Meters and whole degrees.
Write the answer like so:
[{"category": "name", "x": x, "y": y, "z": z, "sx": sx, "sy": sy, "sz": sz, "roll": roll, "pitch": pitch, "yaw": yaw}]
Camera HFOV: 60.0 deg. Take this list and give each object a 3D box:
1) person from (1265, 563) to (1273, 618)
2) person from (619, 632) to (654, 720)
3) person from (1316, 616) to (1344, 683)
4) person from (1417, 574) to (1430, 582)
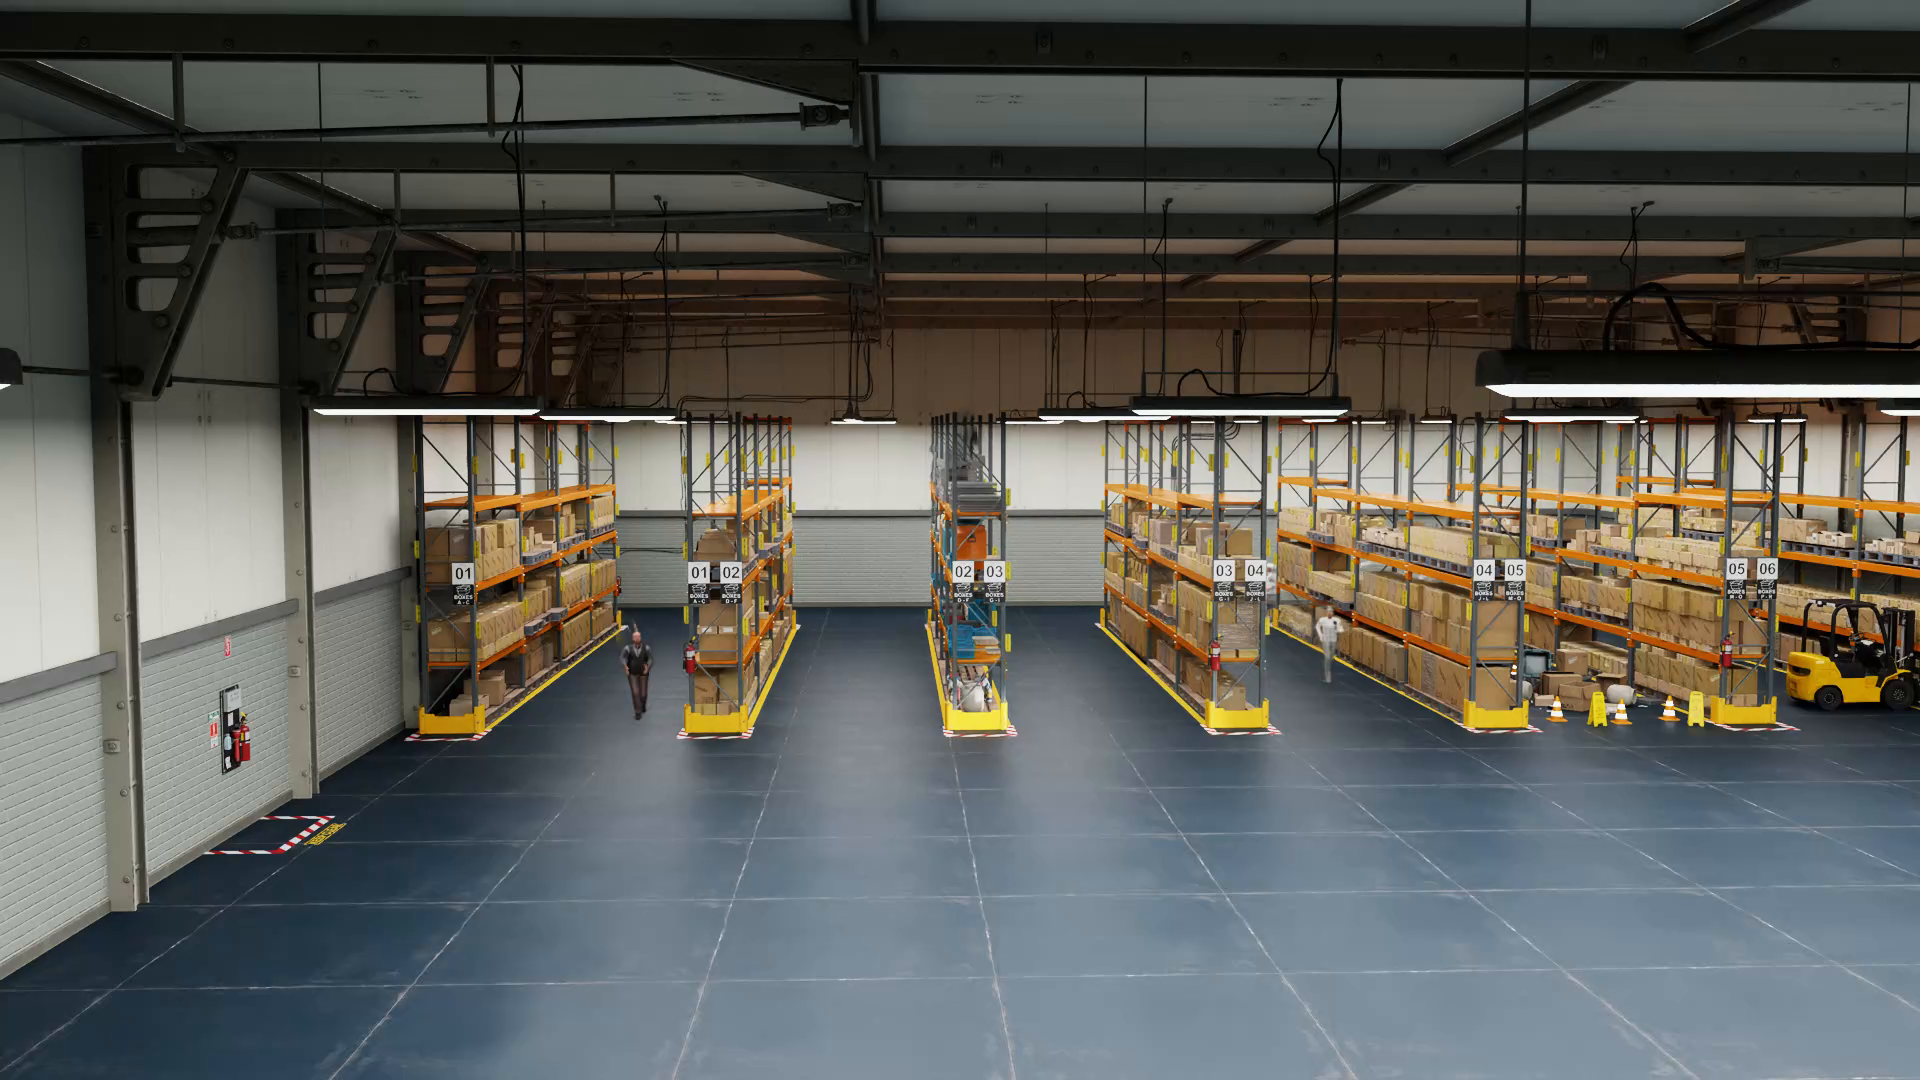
[{"category": "person", "x": 9.005, "y": 1.541, "z": 48.760, "sx": 0.376, "sy": 1.756, "sz": 0.461, "roll": -1, "pitch": 4, "yaw": -12}, {"category": "person", "x": -6.355, "y": 2.652, "z": 32.726, "sx": 0.670, "sy": 1.704, "sz": 0.687, "roll": -1, "pitch": 4, "yaw": -15}, {"category": "person", "x": 8.350, "y": 2.458, "z": 37.498, "sx": 0.584, "sy": 1.509, "sz": 0.749, "roll": 0, "pitch": 4, "yaw": 1}, {"category": "person", "x": 13.735, "y": 1.226, "z": 49.316, "sx": 0.350, "sy": 0.631, "sz": 0.667, "roll": 0, "pitch": 4, "yaw": 1}]
